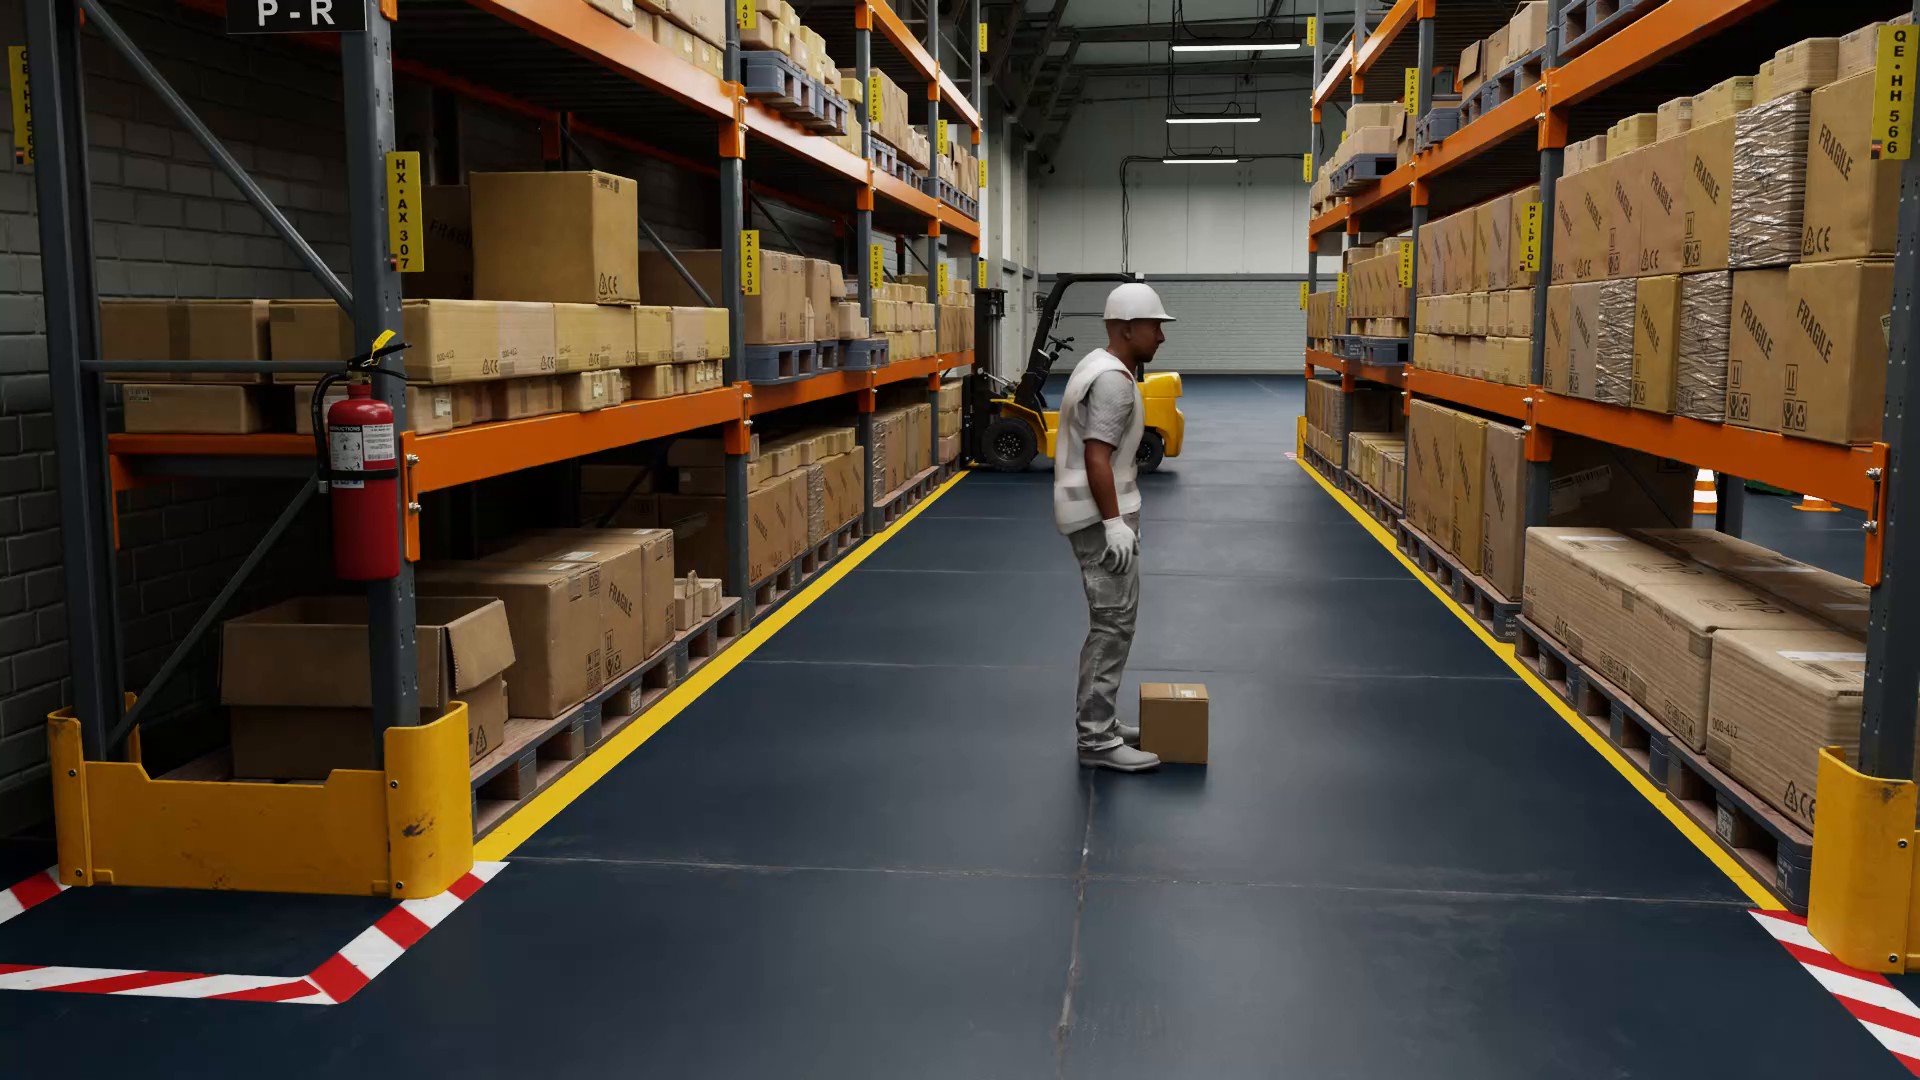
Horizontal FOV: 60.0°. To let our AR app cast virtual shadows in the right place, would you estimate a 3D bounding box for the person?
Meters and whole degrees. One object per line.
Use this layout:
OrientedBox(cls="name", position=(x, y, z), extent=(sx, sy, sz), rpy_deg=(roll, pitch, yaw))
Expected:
OrientedBox(cls="person", position=(0.574, -0.062, 6.216), extent=(0.447, 1.774, 0.618), rpy_deg=(1, 8, 7))
